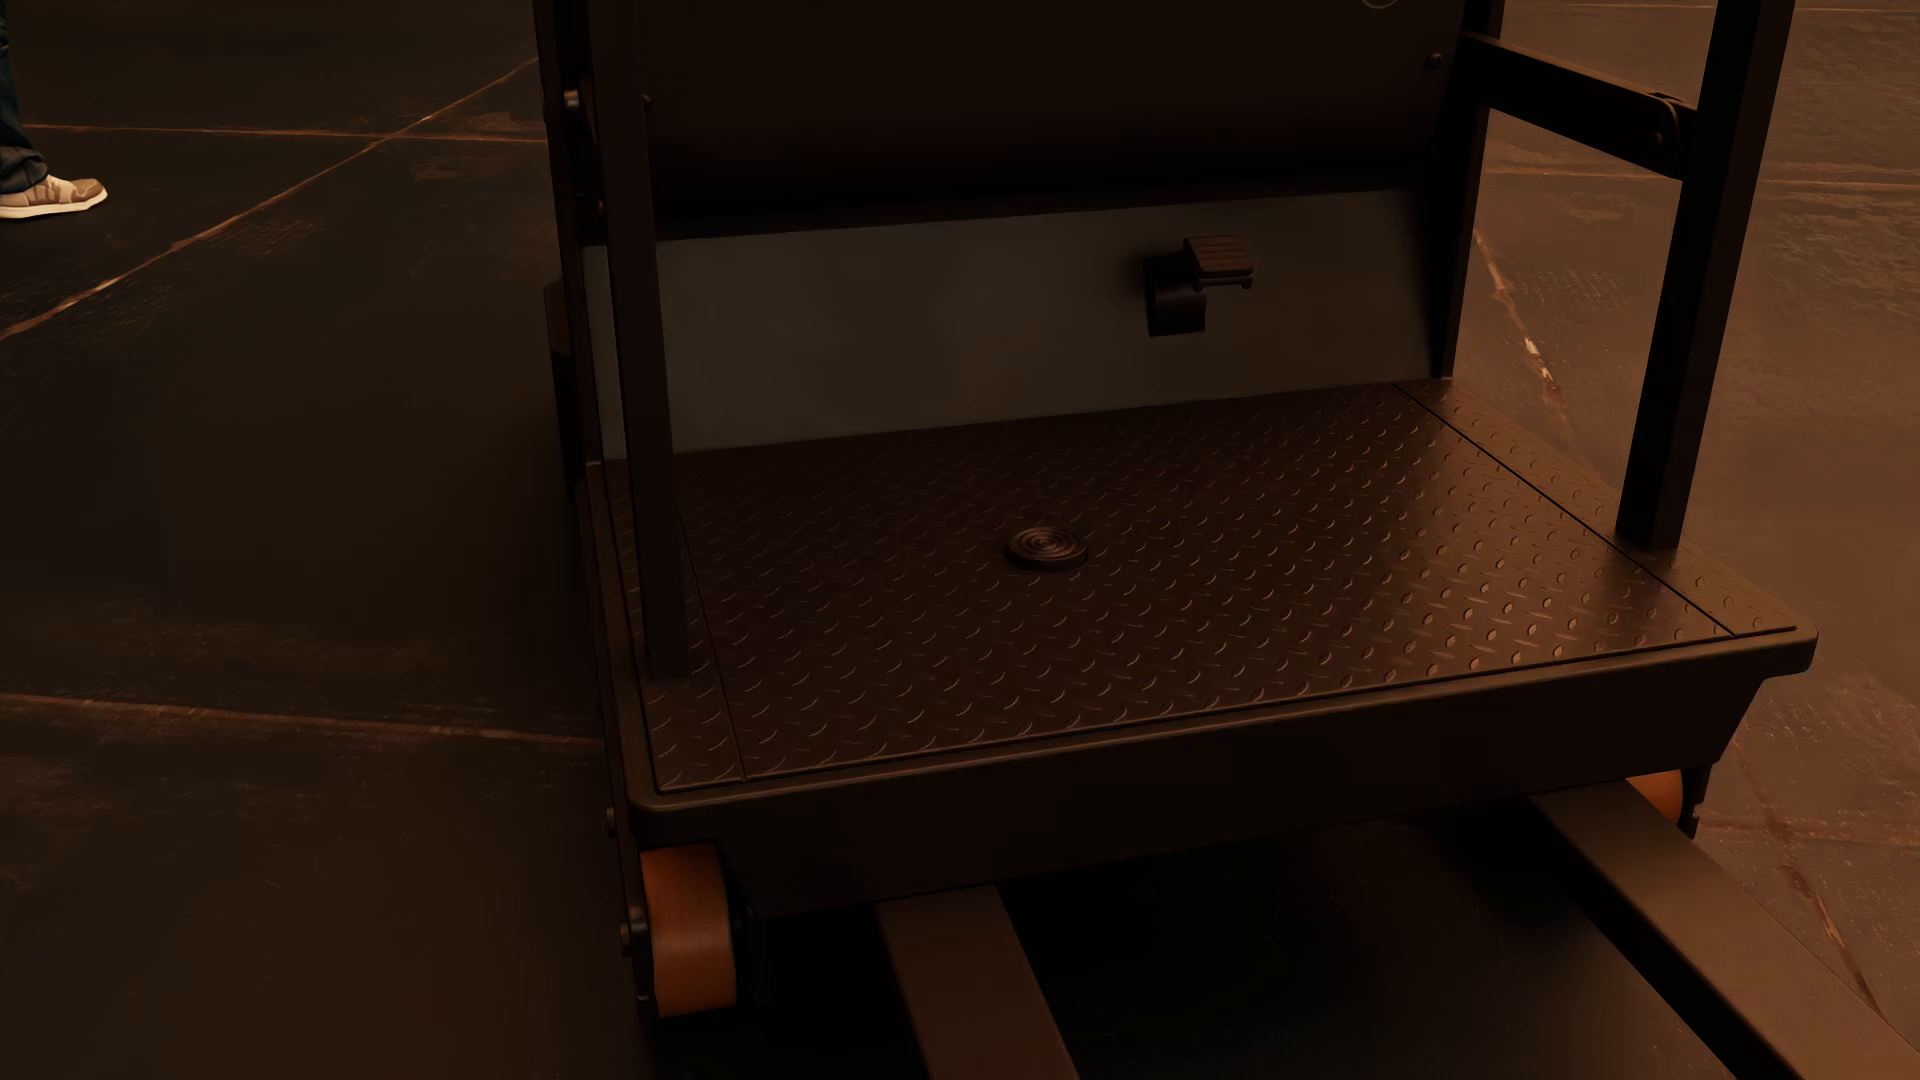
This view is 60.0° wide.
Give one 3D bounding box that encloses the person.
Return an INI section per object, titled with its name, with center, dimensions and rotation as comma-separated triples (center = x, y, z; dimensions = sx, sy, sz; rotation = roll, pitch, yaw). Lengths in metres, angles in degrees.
[person]
center = -2.380, -1.543, 3.815
dimensions = 0.415, 1.592, 0.316
rotation = 14, 30, 25

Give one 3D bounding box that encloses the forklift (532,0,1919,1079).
[forklift]
center = 0.153, -1.049, 1.319
dimensions = 1.130, 2.935, 3.031
rotation = -7, 27, -13
